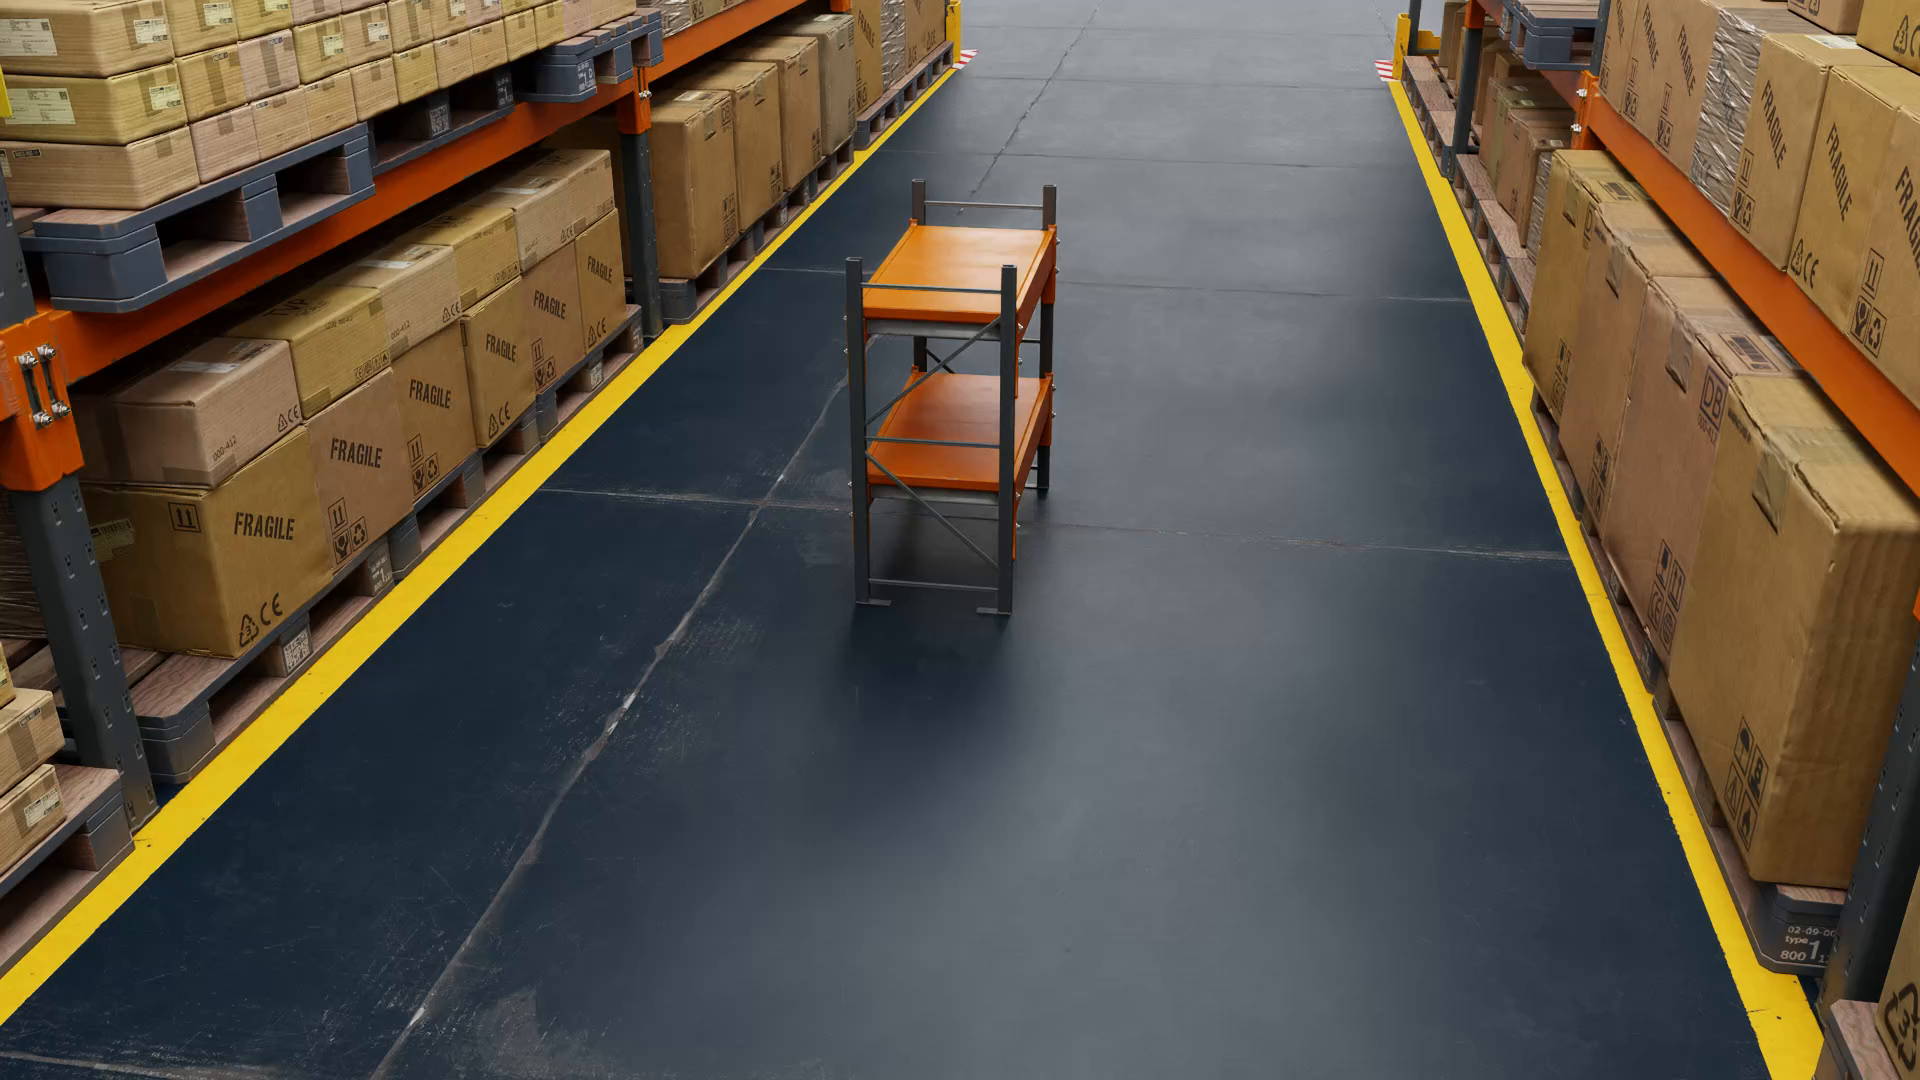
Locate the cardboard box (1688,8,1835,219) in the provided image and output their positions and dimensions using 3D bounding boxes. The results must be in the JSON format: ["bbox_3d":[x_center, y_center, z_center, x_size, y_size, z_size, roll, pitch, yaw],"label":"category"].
[{"bbox_3d":[2.383,-1.180,4.615,0.500,0.500,0.500,4,25,9],"label":"cardboard box"}]

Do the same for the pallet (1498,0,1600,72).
[{"bbox_3d":[2.989,-2.177,7.089,1.213,0.211,1.003,4,25,9],"label":"pallet"}]

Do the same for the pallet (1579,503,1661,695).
[{"bbox_3d":[2.572,0.138,5.207,1.003,0.211,1.213,4,25,9],"label":"pallet"}]

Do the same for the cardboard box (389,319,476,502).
[{"bbox_3d":[-2.014,-0.462,5.651,0.500,0.500,0.500,4,25,9],"label":"cardboard box"}]

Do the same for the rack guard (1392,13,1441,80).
[{"bbox_3d":[4.272,-4.140,14.006,1.175,0.500,0.348,4,25,9],"label":"rack guard"}]

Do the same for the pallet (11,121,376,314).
[{"bbox_3d":[-2.285,-0.894,4.348,1.003,0.211,1.213,4,25,9],"label":"pallet"}]

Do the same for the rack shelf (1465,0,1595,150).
[{"bbox_3d":[3.304,-2.469,8.335,1.077,0.370,4.000,4,25,9],"label":"rack shelf"}]

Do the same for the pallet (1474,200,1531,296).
[{"bbox_3d":[3.308,-1.531,8.772,1.003,0.211,1.213,4,25,9],"label":"pallet"}]

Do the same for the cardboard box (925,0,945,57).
[{"bbox_3d":[-0.638,-4.630,14.114,0.875,0.875,0.875,4,25,9],"label":"cardboard box"}]

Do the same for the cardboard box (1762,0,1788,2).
[{"bbox_3d":[2.732,-1.881,4.929,0.797,0.503,0.637,5,25,10],"label":"cardboard box"}]

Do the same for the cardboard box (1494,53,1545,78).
[{"bbox_3d":[3.736,-2.854,10.762,0.500,0.500,0.500,3,25,7],"label":"cardboard box"}]

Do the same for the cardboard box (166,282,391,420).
[{"bbox_3d":[-2.087,-0.583,5.025,0.500,0.250,0.500,5,25,10],"label":"cardboard box"}]

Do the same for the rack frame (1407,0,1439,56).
[{"bbox_3d":[4.285,-5.304,13.544,1.000,3.000,0.127,4,25,9],"label":"rack frame"}]

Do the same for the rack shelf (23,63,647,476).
[{"bbox_3d":[-2.226,-1.182,5.586,1.077,0.370,4.000,4,25,9],"label":"rack shelf"}]

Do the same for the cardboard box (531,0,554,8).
[{"bbox_3d":[-1.655,-1.991,5.915,0.380,0.149,0.250,4,25,9],"label":"cardboard box"}]

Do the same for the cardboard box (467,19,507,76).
[{"bbox_3d":[-1.742,-1.647,5.530,0.380,0.149,0.250,5,26,10],"label":"cardboard box"}]

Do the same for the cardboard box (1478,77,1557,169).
[{"bbox_3d":[3.509,-2.443,9.861,0.700,0.500,0.500,2,25,4],"label":"cardboard box"}]

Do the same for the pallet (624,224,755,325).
[{"bbox_3d":[-1.696,-1.406,8.505,1.003,0.211,1.213,4,25,9],"label":"pallet"}]

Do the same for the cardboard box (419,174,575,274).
[{"bbox_3d":[-1.824,-1.226,6.399,0.500,0.250,0.500,4,25,9],"label":"cardboard box"}]

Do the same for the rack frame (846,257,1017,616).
[{"bbox_3d":[-0.084,-0.294,5.051,0.500,1.125,0.032,4,25,9],"label":"rack frame"}]

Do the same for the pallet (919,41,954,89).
[{"bbox_3d":[-0.646,-4.087,14.234,1.003,0.211,1.213,4,25,9],"label":"pallet"}]

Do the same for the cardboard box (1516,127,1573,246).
[{"bbox_3d":[3.231,-1.778,8.439,0.700,0.500,0.500,6,26,13],"label":"cardboard box"}]

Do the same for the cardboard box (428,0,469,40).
[{"bbox_3d":[-1.782,-1.670,5.229,0.380,0.149,0.250,4,25,7],"label":"cardboard box"}]

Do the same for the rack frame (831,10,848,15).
[{"bbox_3d":[-1.246,-4.017,10.794,1.000,3.000,0.127,4,25,9],"label":"rack frame"}]

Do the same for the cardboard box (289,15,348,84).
[{"bbox_3d":[-1.911,-1.341,4.526,0.380,0.149,0.250,3,25,6],"label":"cardboard box"}]

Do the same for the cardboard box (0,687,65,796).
[{"bbox_3d":[-2.291,0.449,3.770,0.380,0.149,0.250,5,25,10],"label":"cardboard box"}]

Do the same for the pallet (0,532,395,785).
[{"bbox_3d":[-2.428,0.266,4.933,1.003,0.211,1.213,4,25,9],"label":"pallet"}]

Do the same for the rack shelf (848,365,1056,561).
[{"bbox_3d":[-0.001,-0.285,5.609,0.538,0.278,1.000,4,25,9],"label":"rack shelf"}]

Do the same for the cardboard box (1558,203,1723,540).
[{"bbox_3d":[2.691,-0.527,5.348,1.225,0.875,0.875,4,25,9],"label":"cardboard box"}]

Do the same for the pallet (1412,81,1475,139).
[{"bbox_3d":[3.903,-3.164,12.260,1.003,0.211,1.213,4,25,9],"label":"pallet"}]

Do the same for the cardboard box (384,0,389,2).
[{"bbox_3d":[-1.825,-1.691,4.924,0.380,0.149,0.250,5,26,10],"label":"cardboard box"}]

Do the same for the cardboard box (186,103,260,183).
[{"bbox_3d":[-1.996,-0.997,4.143,0.380,0.149,0.250,4,25,9],"label":"cardboard box"}]

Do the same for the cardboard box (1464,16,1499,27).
[{"bbox_3d":[3.981,-3.590,12.334,0.500,0.500,0.500,6,26,13],"label":"cardboard box"}]

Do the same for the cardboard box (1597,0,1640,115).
[{"bbox_3d":[2.629,-1.819,5.981,0.500,0.500,0.500,5,26,10],"label":"cardboard box"}]

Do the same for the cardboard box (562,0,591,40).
[{"bbox_3d":[-1.611,-1.971,6.224,0.380,0.149,0.250,4,25,9],"label":"cardboard box"}]

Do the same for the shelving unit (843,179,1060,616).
[{"bbox_3d":[-0.001,-0.507,5.506,0.538,1.125,1.048,4,25,9],"label":"shelving unit"}]

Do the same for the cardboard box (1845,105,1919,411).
[{"bbox_3d":[2.130,-0.545,3.259,0.500,0.500,0.500,4,25,9],"label":"cardboard box"}]

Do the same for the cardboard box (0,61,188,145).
[{"bbox_3d":[-2.035,-1.015,3.831,0.380,0.149,0.250,4,25,9],"label":"cardboard box"}]

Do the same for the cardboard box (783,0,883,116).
[{"bbox_3d":[-1.074,-3.503,11.707,0.875,0.875,0.875,4,25,9],"label":"cardboard box"}]

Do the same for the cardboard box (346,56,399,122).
[{"bbox_3d":[-1.868,-1.313,4.817,0.380,0.149,0.250,3,25,6],"label":"cardboard box"}]

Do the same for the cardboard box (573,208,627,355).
[{"bbox_3d":[-1.749,-1.109,7.034,0.500,0.500,0.500,4,25,8],"label":"cardboard box"}]

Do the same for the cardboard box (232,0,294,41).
[{"bbox_3d":[-1.951,-1.374,4.247,0.380,0.149,0.250,4,25,9],"label":"cardboard box"}]

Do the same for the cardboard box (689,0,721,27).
[{"bbox_3d":[-1.480,-2.772,8.015,0.500,0.500,0.500,4,25,8],"label":"cardboard box"}]

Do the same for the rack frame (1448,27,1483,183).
[{"bbox_3d":[3.631,-3.631,9.970,1.000,3.000,0.127,4,25,9],"label":"rack frame"}]

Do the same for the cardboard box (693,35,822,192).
[{"bbox_3d":[-1.420,-2.520,9.753,1.050,0.750,0.750,4,25,9],"label":"cardboard box"}]
